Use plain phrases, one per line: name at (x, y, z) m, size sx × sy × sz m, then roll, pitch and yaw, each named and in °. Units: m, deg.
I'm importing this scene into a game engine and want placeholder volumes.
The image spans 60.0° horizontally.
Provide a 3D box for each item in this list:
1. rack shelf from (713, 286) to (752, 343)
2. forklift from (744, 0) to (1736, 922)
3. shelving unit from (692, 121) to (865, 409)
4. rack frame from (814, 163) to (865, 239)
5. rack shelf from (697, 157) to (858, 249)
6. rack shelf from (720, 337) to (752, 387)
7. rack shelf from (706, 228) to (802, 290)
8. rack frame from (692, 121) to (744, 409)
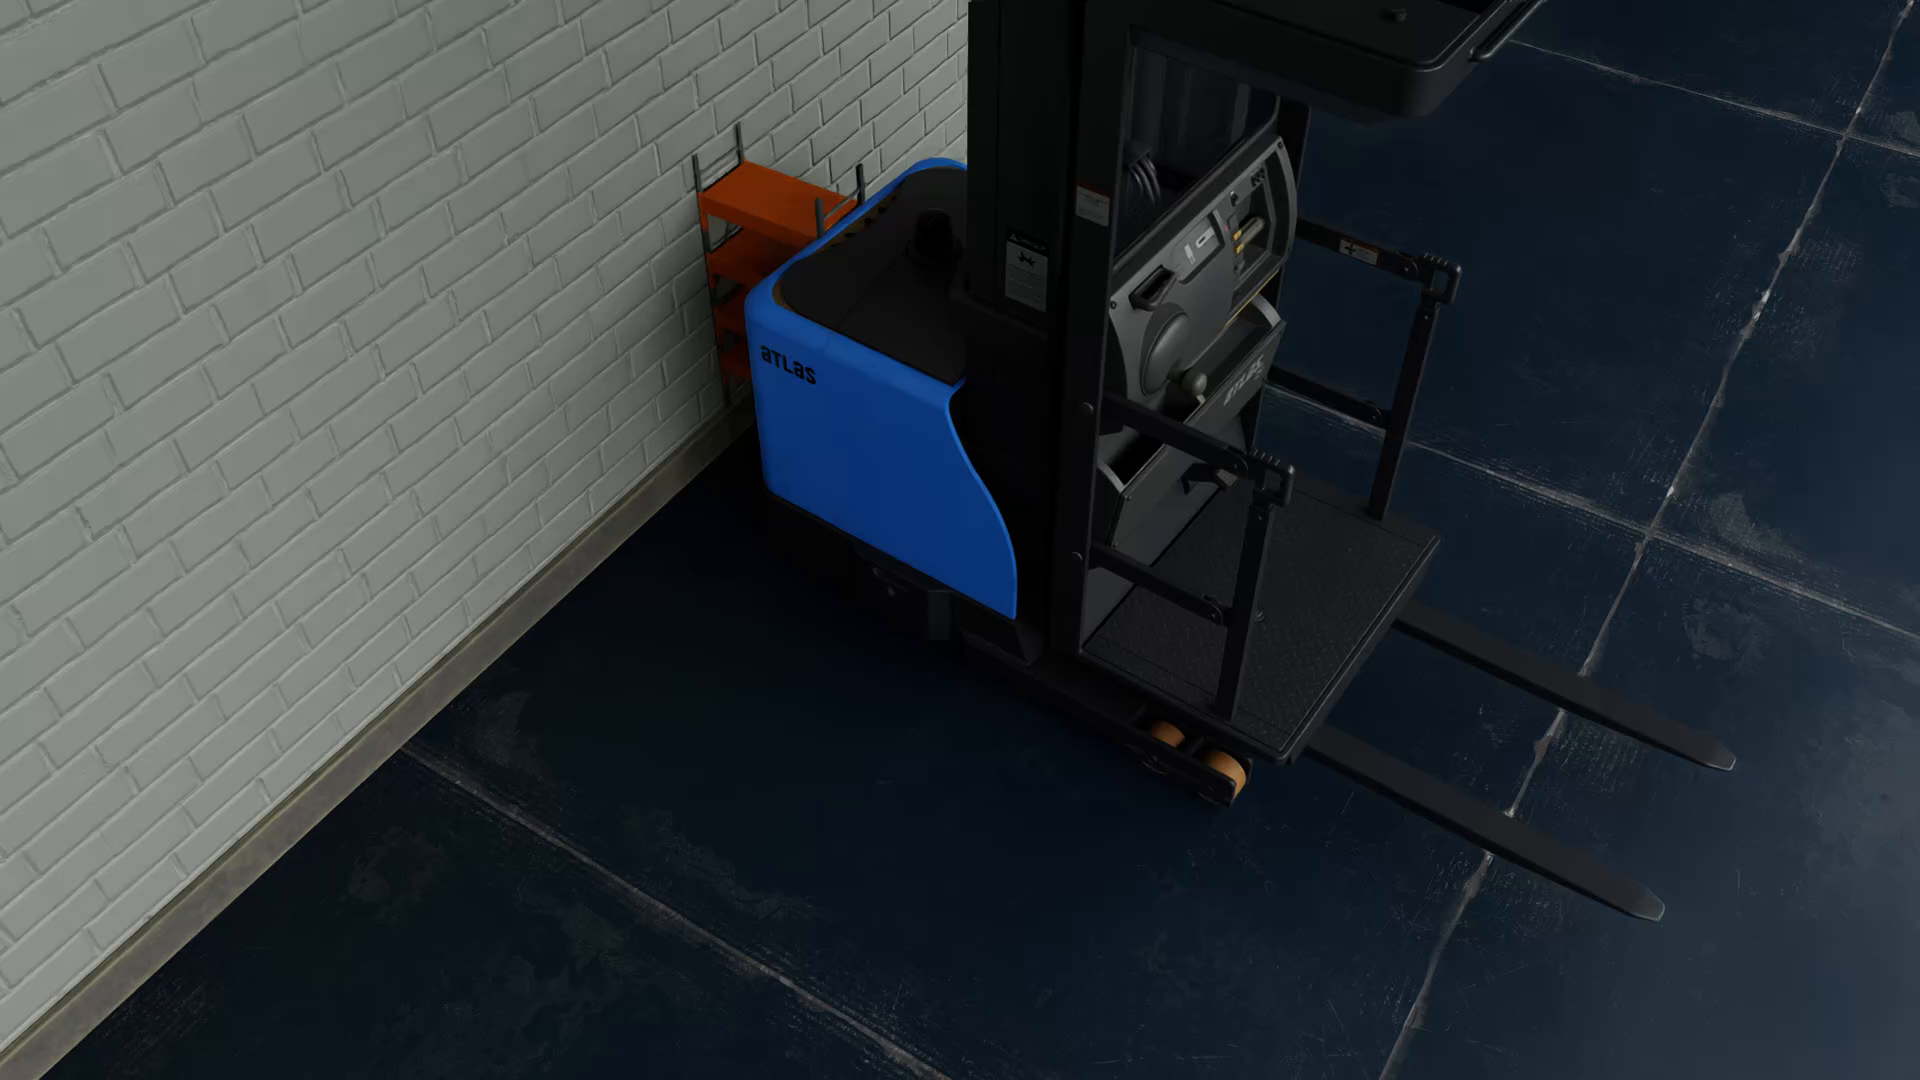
rack shelf at (-0.574, -0.725, 5.704) m, size 0.480 × 0.148 × 0.258 m, roll 24°, pitch 50°, yaw 23°
forklift at (0.829, -0.670, 4.357) m, size 3.031 × 2.935 × 1.130 m, roll 27°, pitch 52°, yaw 24°
shelving unit at (-0.574, -0.772, 5.657) m, size 0.503 × 1.200 × 0.258 m, roll 24°, pitch 50°, yaw 23°
rack frame at (-0.369, -0.681, 5.562) m, size 0.015 × 1.200 × 0.240 m, roll 24°, pitch 50°, yaw 23°
rack shelf at (-0.578, -1.051, 5.380) m, size 0.480 × 0.148 × 0.258 m, roll 24°, pitch 50°, yaw 23°
rack shelf at (-0.572, -0.584, 5.844) m, size 0.480 × 0.148 × 0.258 m, roll 24°, pitch 50°, yaw 23°
rack shelf at (-0.576, -0.883, 5.547) m, size 0.480 × 0.148 × 0.258 m, roll 24°, pitch 50°, yaw 23°
rack frame at (-0.780, -0.864, 5.752) m, size 0.015 × 1.200 × 0.240 m, roll 24°, pitch 50°, yaw 23°
